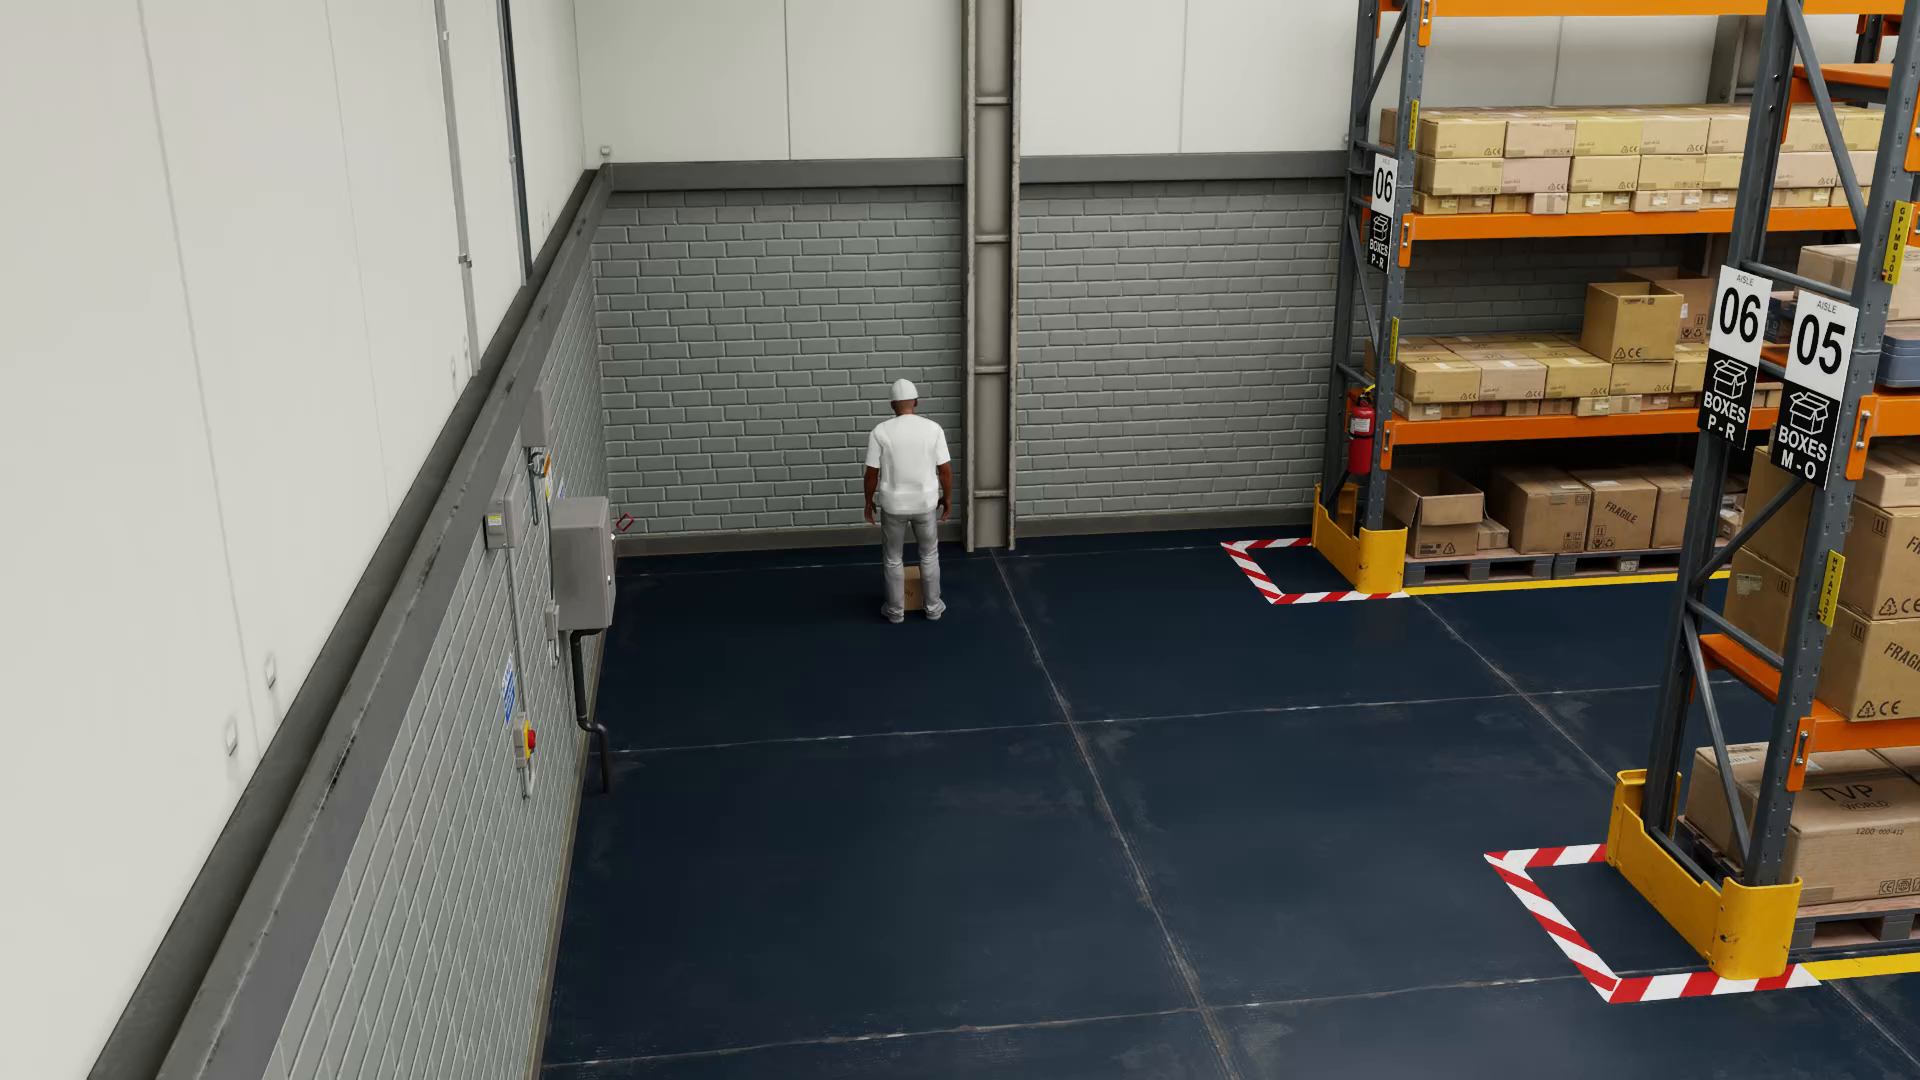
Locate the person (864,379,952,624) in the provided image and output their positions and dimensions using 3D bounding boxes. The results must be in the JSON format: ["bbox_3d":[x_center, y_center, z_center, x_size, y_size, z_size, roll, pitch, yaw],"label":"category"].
[{"bbox_3d":[-0.368,-0.274,11.802,0.627,1.761,0.456,-3,20,-7],"label":"person"}]
